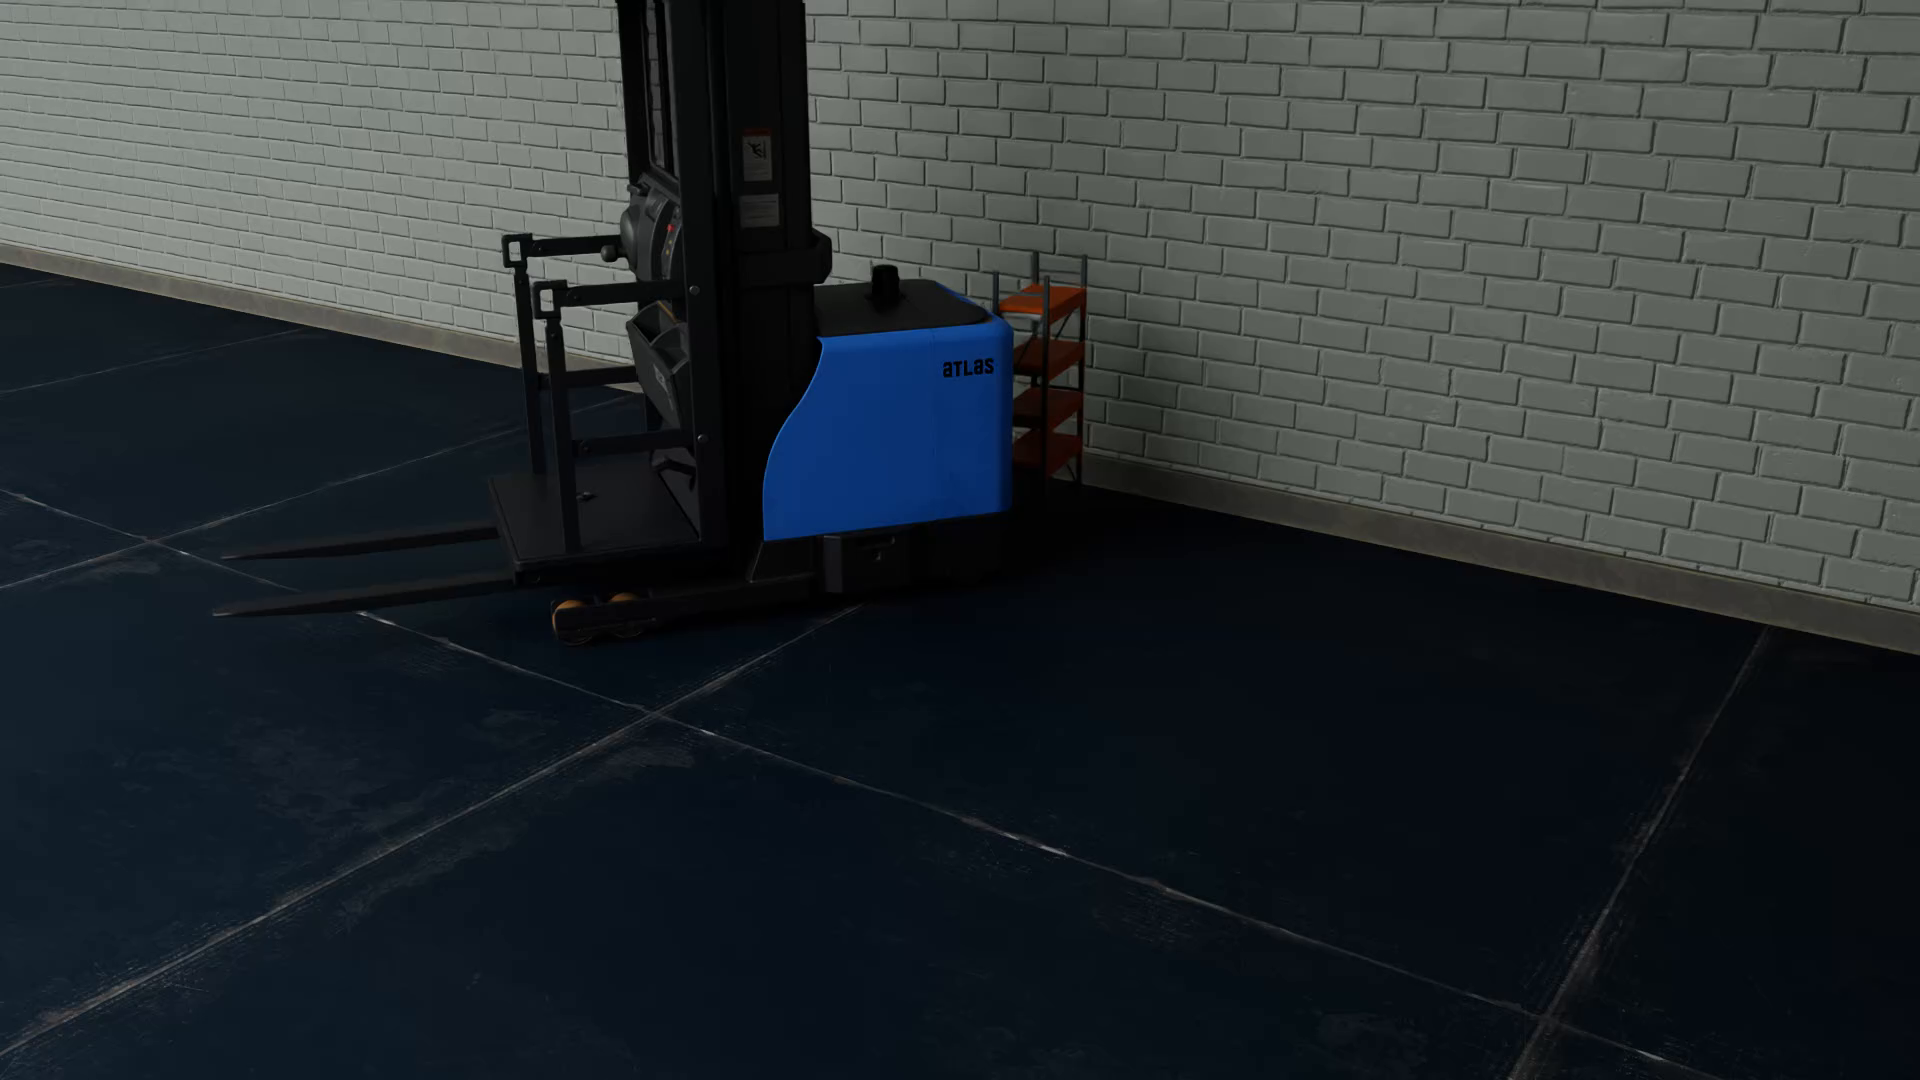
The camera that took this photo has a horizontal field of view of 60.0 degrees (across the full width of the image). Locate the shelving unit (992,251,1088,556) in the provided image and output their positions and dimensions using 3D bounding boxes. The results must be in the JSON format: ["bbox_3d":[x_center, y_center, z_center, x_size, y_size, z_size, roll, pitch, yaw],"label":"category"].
[{"bbox_3d":[0.339,-0.593,7.139,0.258,1.200,0.503,8,22,21],"label":"shelving unit"}]

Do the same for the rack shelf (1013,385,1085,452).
[{"bbox_3d":[0.339,-0.530,7.162,0.258,0.148,0.480,8,22,21],"label":"rack shelf"}]

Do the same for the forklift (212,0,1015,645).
[{"bbox_3d":[-1.348,-1.189,6.254,3.031,2.935,1.130,-7,22,-19],"label":"forklift"}]

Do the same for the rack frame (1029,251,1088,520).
[{"bbox_3d":[0.431,-0.671,7.350,0.240,1.200,0.015,8,22,21],"label":"rack frame"}]

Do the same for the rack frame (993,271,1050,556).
[{"bbox_3d":[0.247,-0.515,6.927,0.240,1.200,0.015,8,22,21],"label":"rack frame"}]

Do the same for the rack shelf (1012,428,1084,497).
[{"bbox_3d":[0.339,-0.344,7.231,0.258,0.148,0.480,8,22,21],"label":"rack shelf"}]

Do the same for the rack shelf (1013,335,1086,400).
[{"bbox_3d":[0.339,-0.740,7.084,0.258,0.148,0.480,8,22,21],"label":"rack shelf"}]

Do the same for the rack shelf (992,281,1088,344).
[{"bbox_3d":[0.339,-0.962,7.002,0.258,0.148,0.480,8,22,21],"label":"rack shelf"}]
